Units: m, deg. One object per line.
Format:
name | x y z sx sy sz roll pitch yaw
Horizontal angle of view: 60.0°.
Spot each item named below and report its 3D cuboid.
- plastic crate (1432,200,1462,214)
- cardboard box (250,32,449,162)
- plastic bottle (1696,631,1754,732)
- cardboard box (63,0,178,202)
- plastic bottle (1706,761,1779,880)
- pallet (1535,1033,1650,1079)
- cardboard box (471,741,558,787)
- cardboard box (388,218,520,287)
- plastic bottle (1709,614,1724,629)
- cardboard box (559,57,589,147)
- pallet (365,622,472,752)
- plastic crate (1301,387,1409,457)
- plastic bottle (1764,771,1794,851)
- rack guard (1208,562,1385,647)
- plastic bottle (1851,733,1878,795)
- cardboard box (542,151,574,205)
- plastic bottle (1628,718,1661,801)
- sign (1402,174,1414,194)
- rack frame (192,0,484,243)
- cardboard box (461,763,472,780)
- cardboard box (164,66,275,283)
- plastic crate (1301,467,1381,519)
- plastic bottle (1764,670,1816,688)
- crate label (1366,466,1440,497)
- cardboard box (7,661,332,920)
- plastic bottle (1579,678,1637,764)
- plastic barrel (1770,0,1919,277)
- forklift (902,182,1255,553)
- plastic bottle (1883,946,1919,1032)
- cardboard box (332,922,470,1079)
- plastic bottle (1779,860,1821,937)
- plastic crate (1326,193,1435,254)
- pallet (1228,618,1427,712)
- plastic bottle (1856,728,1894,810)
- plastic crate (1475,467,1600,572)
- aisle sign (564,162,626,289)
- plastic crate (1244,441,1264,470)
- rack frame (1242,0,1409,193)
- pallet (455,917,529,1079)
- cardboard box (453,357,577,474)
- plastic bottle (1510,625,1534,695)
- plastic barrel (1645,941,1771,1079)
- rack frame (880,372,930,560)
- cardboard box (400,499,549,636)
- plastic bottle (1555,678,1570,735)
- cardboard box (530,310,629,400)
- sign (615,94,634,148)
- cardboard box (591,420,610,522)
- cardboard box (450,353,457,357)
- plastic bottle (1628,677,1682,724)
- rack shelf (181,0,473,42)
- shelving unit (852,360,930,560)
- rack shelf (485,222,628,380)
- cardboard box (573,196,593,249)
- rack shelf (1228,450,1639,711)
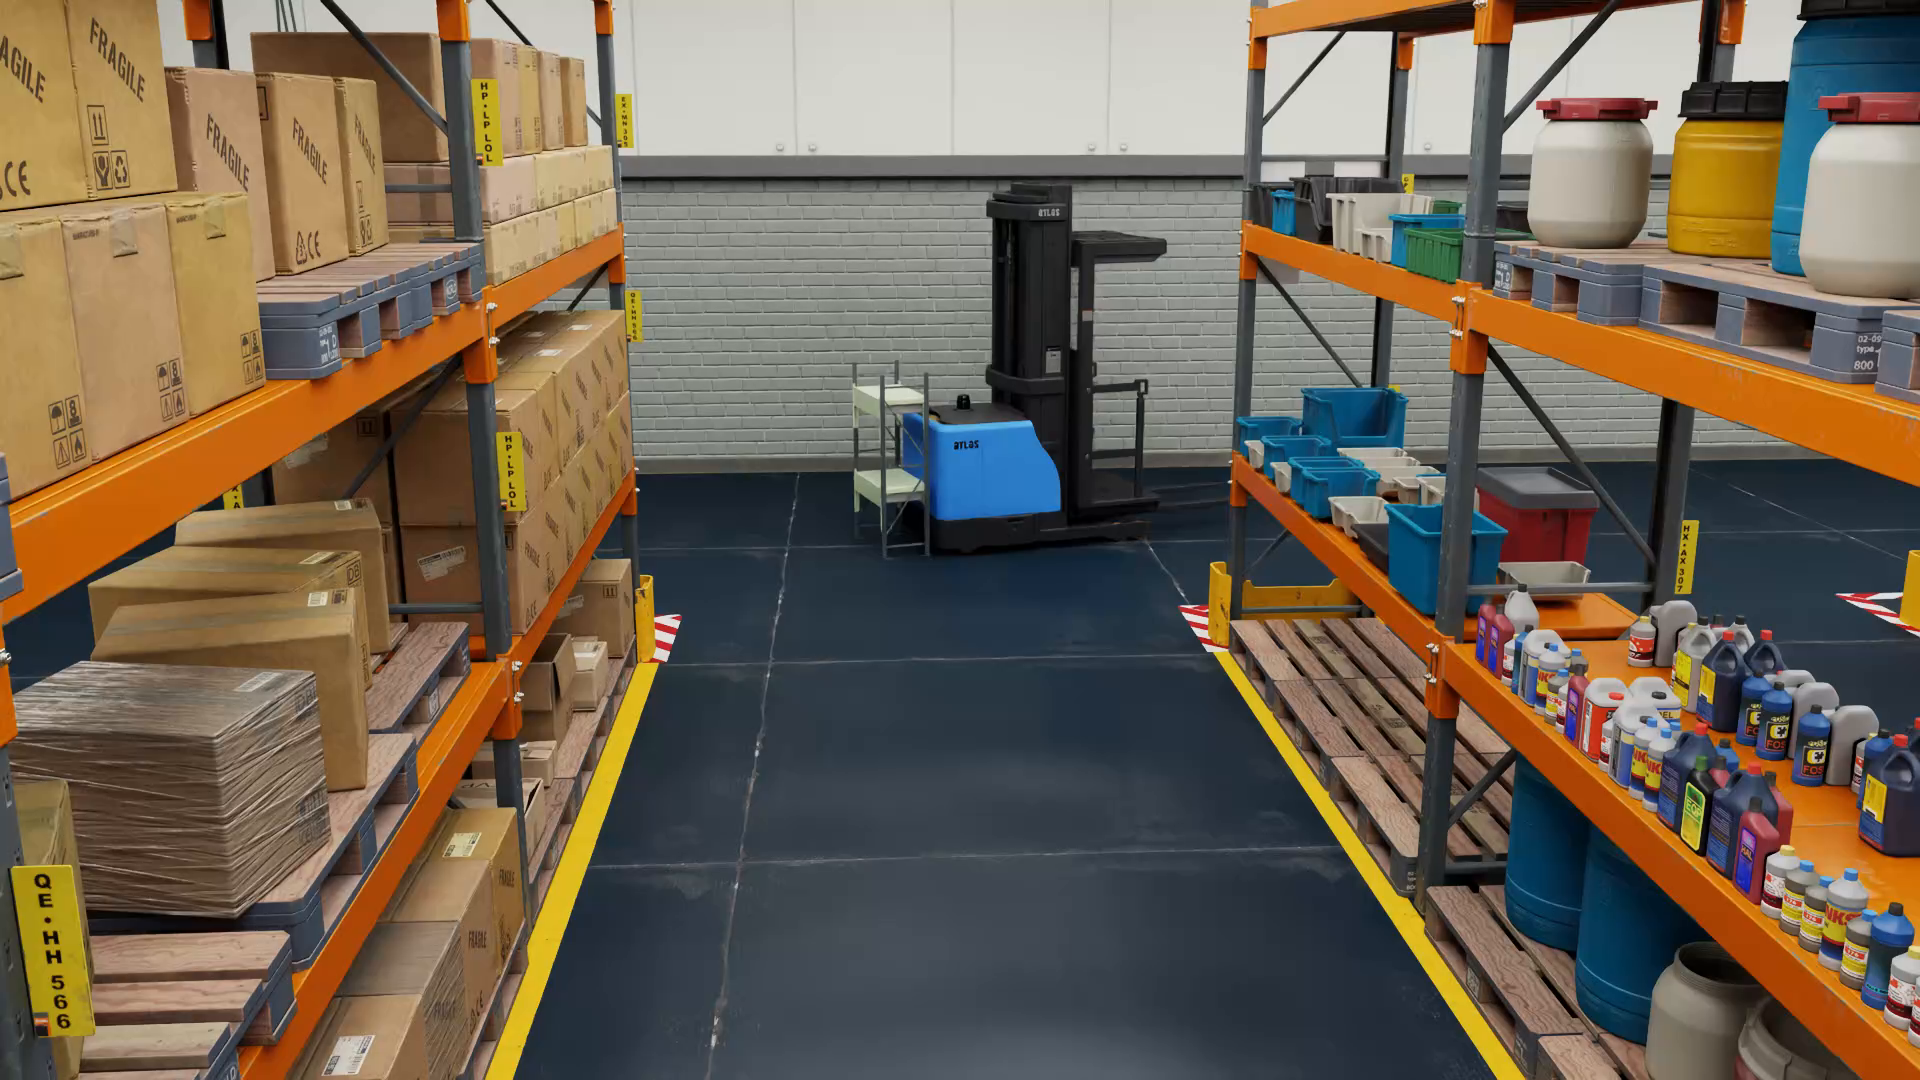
plastic crate | 2.664 -1.887 9.745 0.450 0.188 0.336 -1 14 -3
cardboard box | -2.447 -1.813 6.825 0.700 0.500 0.500 -1 14 -3
plastic bottle | 2.817 0.513 6.112 0.144 0.351 0.185 -1 14 -3
cardboard box | -2.214 -1.060 3.899 0.500 0.500 0.500 -1 14 -3
plastic bottle | 2.324 0.817 4.928 0.144 0.351 0.185 -1 14 -3
pallet | 2.651 2.064 5.579 1.003 0.211 1.213 -1 14 -3
cardboard box | -2.252 1.129 8.421 0.380 0.166 0.250 -1 14 -3
cardboard box | -2.161 -1.212 6.998 0.500 0.250 0.500 -1 14 -3
plastic bottle | 2.973 0.424 6.594 0.061 0.283 0.133 -1 14 -3
cardboard box | -2.578 -2.560 9.728 0.700 0.500 0.500 -1 14 -3
pallet | -2.438 0.586 6.113 1.003 0.211 1.213 -1 14 -3
plastic crate | 2.525 -0.743 10.704 0.616 0.435 0.499 -1 14 -3
plastic bottle | 2.424 0.842 4.968 0.061 0.283 0.133 -1 14 -3
rack guard | 2.303 0.427 11.362 1.175 0.500 0.348 -1 14 -3
plastic bottle | 3.024 0.742 5.520 0.097 0.201 0.097 0 14 0
cardboard box | -2.244 -1.827 8.386 0.500 0.250 0.500 -1 14 -3
plastic bottle | 2.266 0.718 5.475 0.097 0.271 0.097 0 14 0
sign | 2.866 -2.192 10.716 0.100 0.325 0.005 -1 14 -3
rack frame | -2.378 -2.613 6.121 1.000 3.000 0.127 -1 14 -3
cardboard box | -2.743 1.058 8.407 0.500 0.311 0.500 -1 14 -3
cardboard box | -2.335 -1.002 4.637 0.600 0.600 0.600 -1 15 -6
plastic crate | 2.105 -0.257 9.221 0.416 0.233 0.300 -1 14 -3
plastic bottle | 2.967 0.587 5.975 0.152 0.276 0.135 -1 14 -3
crate label | 2.594 -0.338 9.728 0.396 0.136 0.243 -1 14 -3
cardboard box | -2.148 0.651 4.435 0.700 0.500 0.500 2 15 7
plastic bottle | 2.272 0.629 5.812 0.152 0.276 0.135 -1 14 -3
plastic barrel | 2.824 -1.259 5.033 0.600 0.901 0.708 -1 14 -3
forklift | 1.074 -1.520 14.052 3.031 2.935 1.130 -5 15 -20
plastic bottle | 2.353 1.104 4.116 0.097 0.201 0.097 0 14 0
cardboard box | -2.009 1.656 5.702 0.500 0.500 0.500 -1 14 -3
plastic bottle | 2.323 0.983 4.586 0.097 0.201 0.097 0 14 0
plastic crate | 2.147 -1.617 8.509 0.437 0.282 0.530 -1 14 -3
pallet | 2.330 0.779 10.576 1.003 0.211 1.213 -1 14 -3
plastic bottle | 2.971 0.743 5.379 0.097 0.271 0.097 0 14 0
plastic crate | 2.761 -0.069 8.025 0.402 0.464 0.583 -1 14 -3
aisle sign | -2.325 -1.983 10.495 0.394 0.787 0.004 -1 14 -3
plastic crate | 1.942 -0.531 10.480 0.250 0.136 0.298 -1 14 -3
rack frame | 2.318 -3.683 10.281 1.000 3.000 0.127 -1 14 -3
pallet | -2.290 1.845 6.432 1.003 0.211 1.213 -1 14 -3
cardboard box | -2.190 -0.617 8.199 0.500 0.500 0.500 -1 14 -5
plastic bottle | 2.202 0.463 6.465 0.097 0.271 0.097 0 14 0
plastic barrel | 2.572 1.672 5.657 0.421 0.512 0.421 0 14 0
rack frame | -0.438 -0.582 13.279 0.400 1.500 0.023 -5 15 -20
cardboard box | -2.138 0.113 7.365 0.500 0.500 0.500 -1 14 -2
plastic bottle | 2.229 0.603 6.061 0.097 0.201 0.097 0 14 0
cardboard box | -2.324 -1.128 10.184 0.500 0.500 0.500 -1 14 -4
sign | -2.071 -2.587 10.265 0.100 0.325 0.005 -1 14 -3
cardboard box | -2.266 -0.390 9.322 0.500 0.500 0.500 -1 14 -3
cardboard box | -2.763 -0.739 8.673 0.500 0.500 0.500 -1 14 -4
plastic bottle | 2.423 0.626 5.821 0.152 0.276 0.135 -1 14 -3
rack shelf | -2.254 -1.573 4.327 1.077 0.370 4.000 -1 14 -3
shelving unit | -0.567 -0.668 13.611 0.431 1.500 0.755 -5 15 -20
rack shelf | -2.502 -1.309 8.517 1.077 0.370 4.000 -1 14 -3
cardboard box | -2.267 -1.710 8.933 0.500 0.250 0.500 -1 14 -3
rack shelf | 2.442 0.068 9.185 1.077 0.370 4.000 -1 14 -3
